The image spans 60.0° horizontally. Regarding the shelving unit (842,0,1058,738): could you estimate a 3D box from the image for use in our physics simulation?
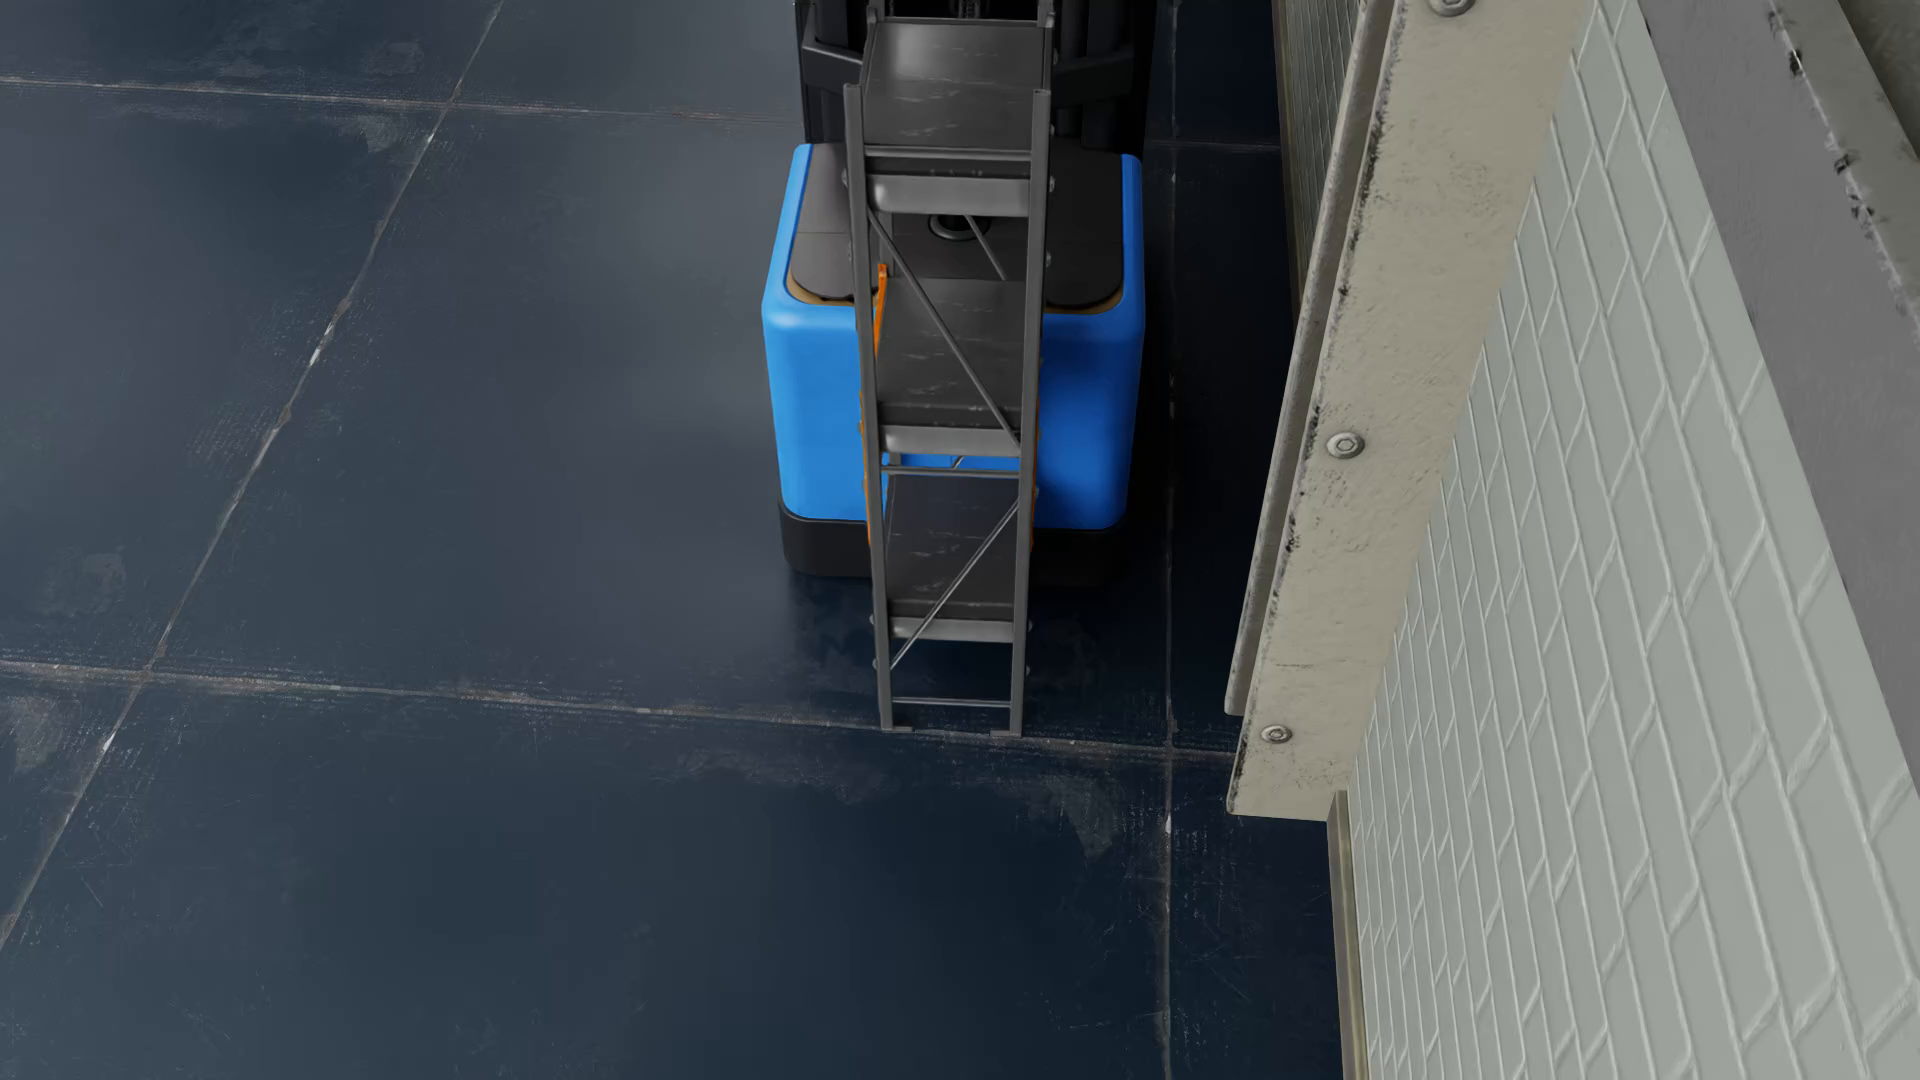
[{"bbox_3d":[-0.011,-0.338,4.137,0.431,2.100,0.503,2,48,2],"label":"shelving unit"}]

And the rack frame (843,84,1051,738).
[{"bbox_3d":[-0.025,-0.159,3.972,0.400,2.100,0.015,2,48,2],"label":"rack frame"}]

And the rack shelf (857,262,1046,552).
[{"bbox_3d":[-0.011,-0.329,4.147,0.431,0.518,0.480,2,48,2],"label":"rack shelf"}]

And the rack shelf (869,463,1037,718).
[{"bbox_3d":[-0.011,0.143,4.663,0.431,0.518,0.480,2,48,2],"label":"rack shelf"}]

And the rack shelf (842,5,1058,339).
[{"bbox_3d":[-0.011,-0.802,3.630,0.431,0.518,0.480,2,48,2],"label":"rack shelf"}]

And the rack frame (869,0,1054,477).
[{"bbox_3d":[0.002,-0.518,4.301,0.400,2.100,0.015,2,48,2],"label":"rack frame"}]

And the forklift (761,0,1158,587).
[{"bbox_3d":[0.060,-1.932,5.030,1.130,2.935,3.031,2,48,2],"label":"forklift"}]

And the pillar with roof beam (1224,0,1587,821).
[{"bbox_3d":[-3.383,-2.712,1.632,9.100,9.000,0.400,4,48,4],"label":"pillar with roof beam"}]
